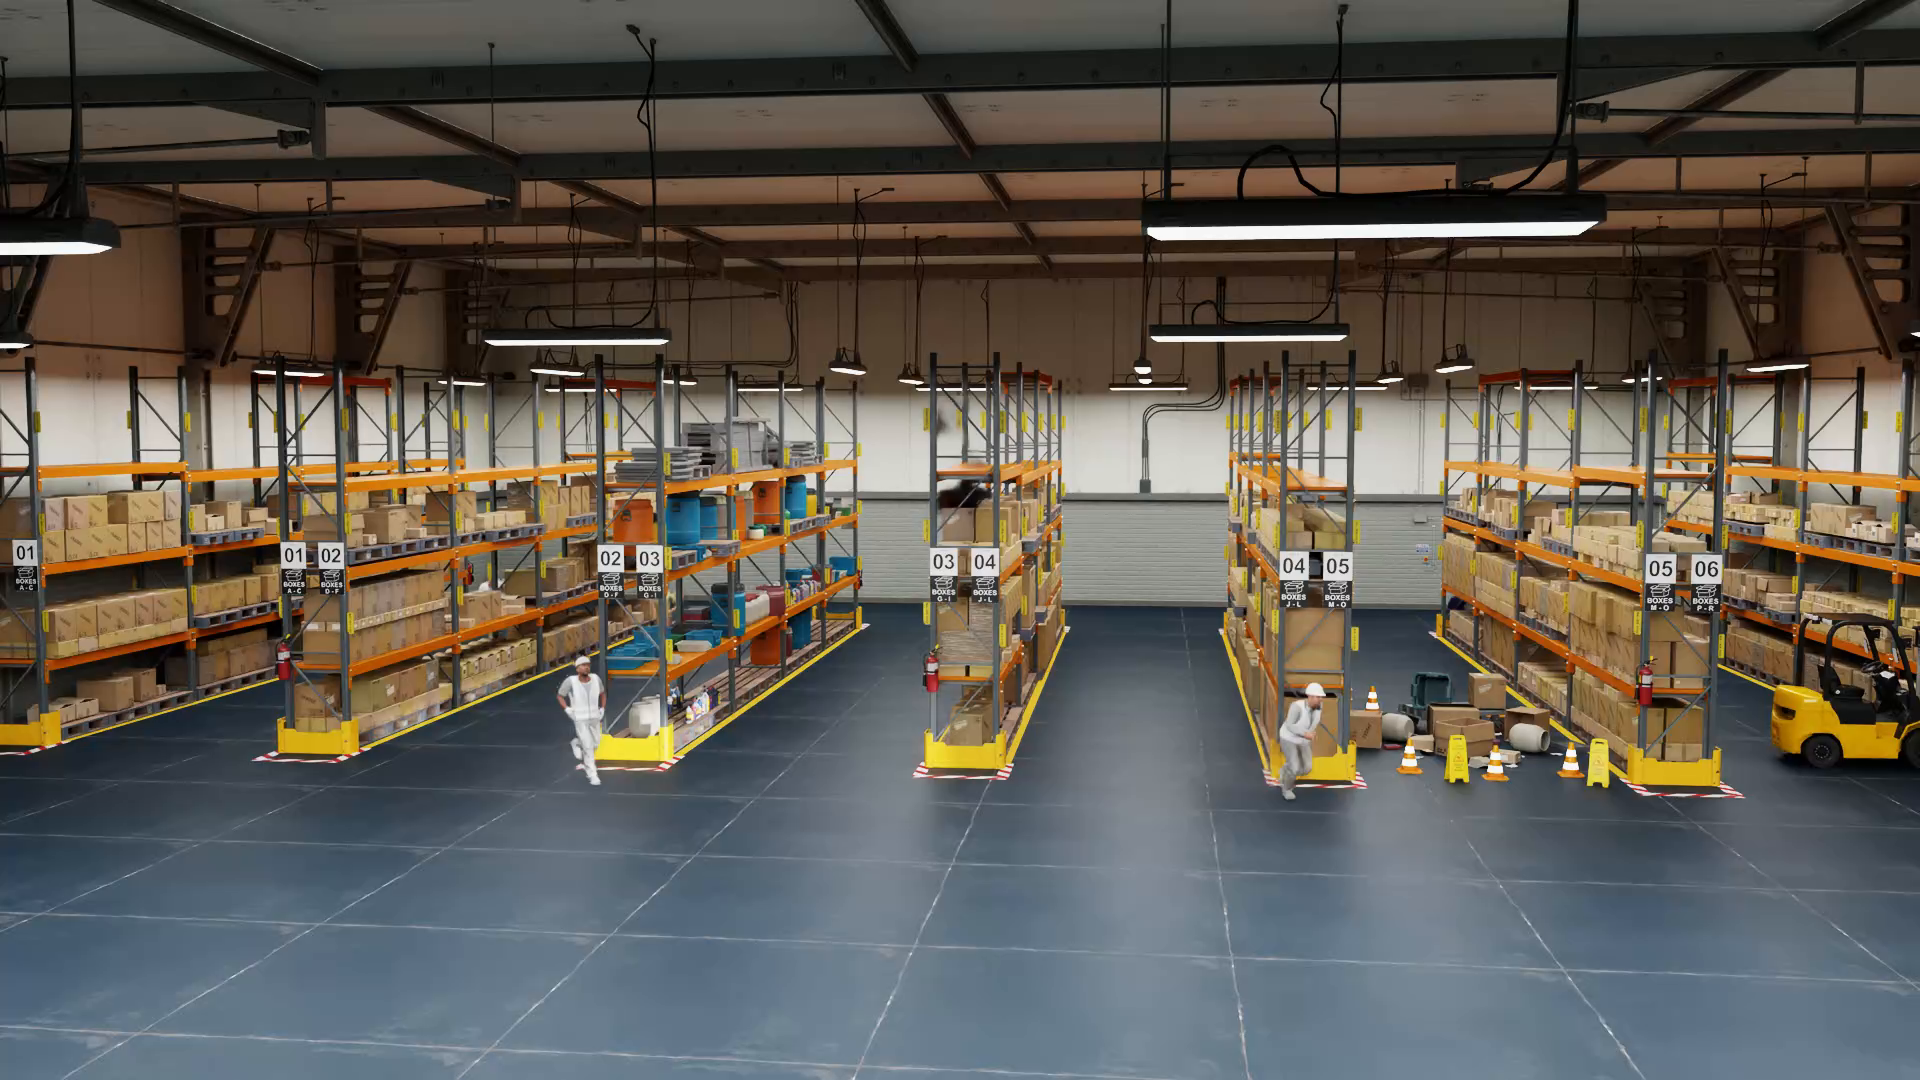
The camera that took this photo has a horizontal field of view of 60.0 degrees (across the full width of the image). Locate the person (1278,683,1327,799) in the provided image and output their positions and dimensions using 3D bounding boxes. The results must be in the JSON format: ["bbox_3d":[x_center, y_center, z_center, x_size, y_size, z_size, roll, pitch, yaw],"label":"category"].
[{"bbox_3d":[4.533,2.650,21.986,0.679,1.597,0.840,-2,5,-31],"label":"person"}]

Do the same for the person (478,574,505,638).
[{"bbox_3d":[-10.192,1.575,36.303,0.717,1.804,0.968,0,4,6],"label":"person"}]

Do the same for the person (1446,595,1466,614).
[{"bbox_3d":[11.969,1.376,40.031,0.640,1.638,0.609,2,4,24],"label":"person"}]

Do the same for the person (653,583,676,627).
[{"bbox_3d":[-6.300,1.691,35.504,0.574,1.626,0.583,0,4,6],"label":"person"}]

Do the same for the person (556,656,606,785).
[{"bbox_3d":[-5.283,2.506,23.345,0.666,1.763,0.956,-4,5,-41],"label":"person"}]
